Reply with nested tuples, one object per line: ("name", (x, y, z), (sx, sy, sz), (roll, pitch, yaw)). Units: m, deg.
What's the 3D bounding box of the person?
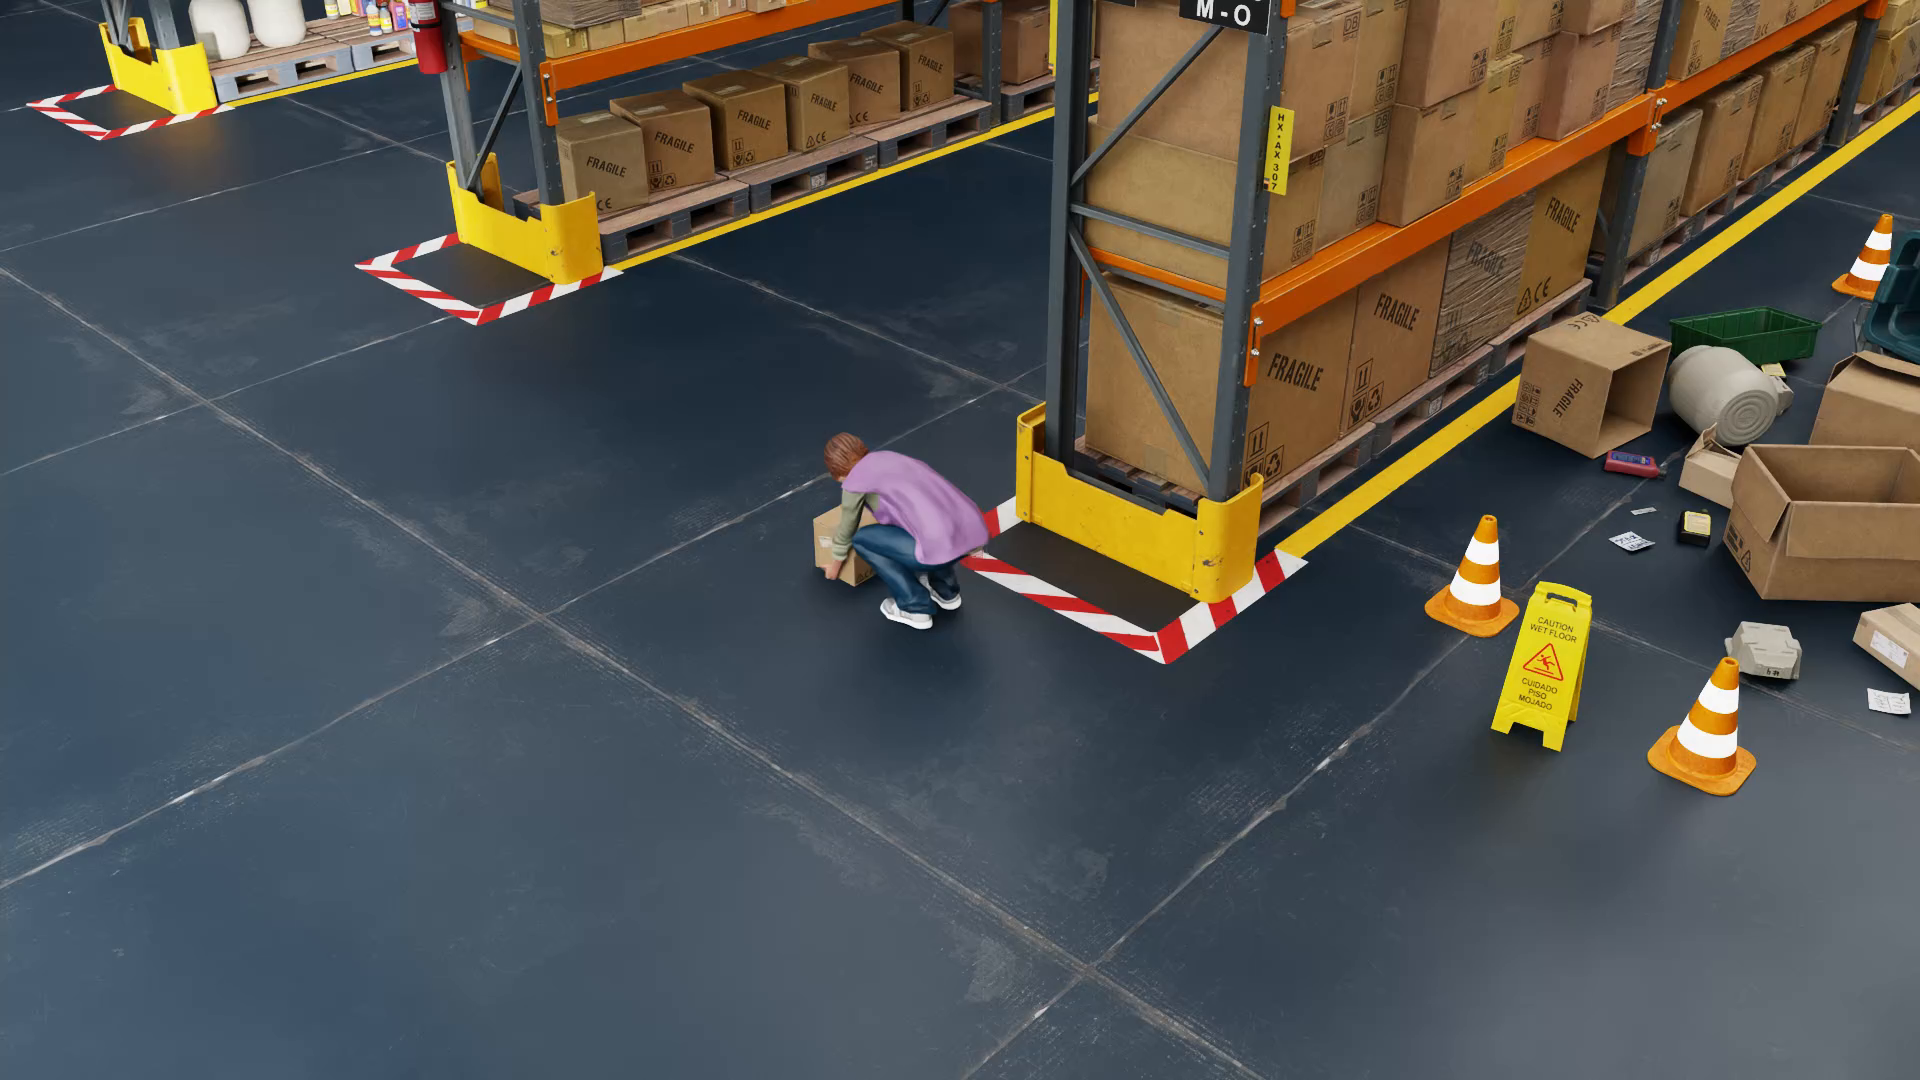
("person", (-0.251, -0.027, 7.089), (0.421, 0.724, 0.853), (-27, 41, -36))
